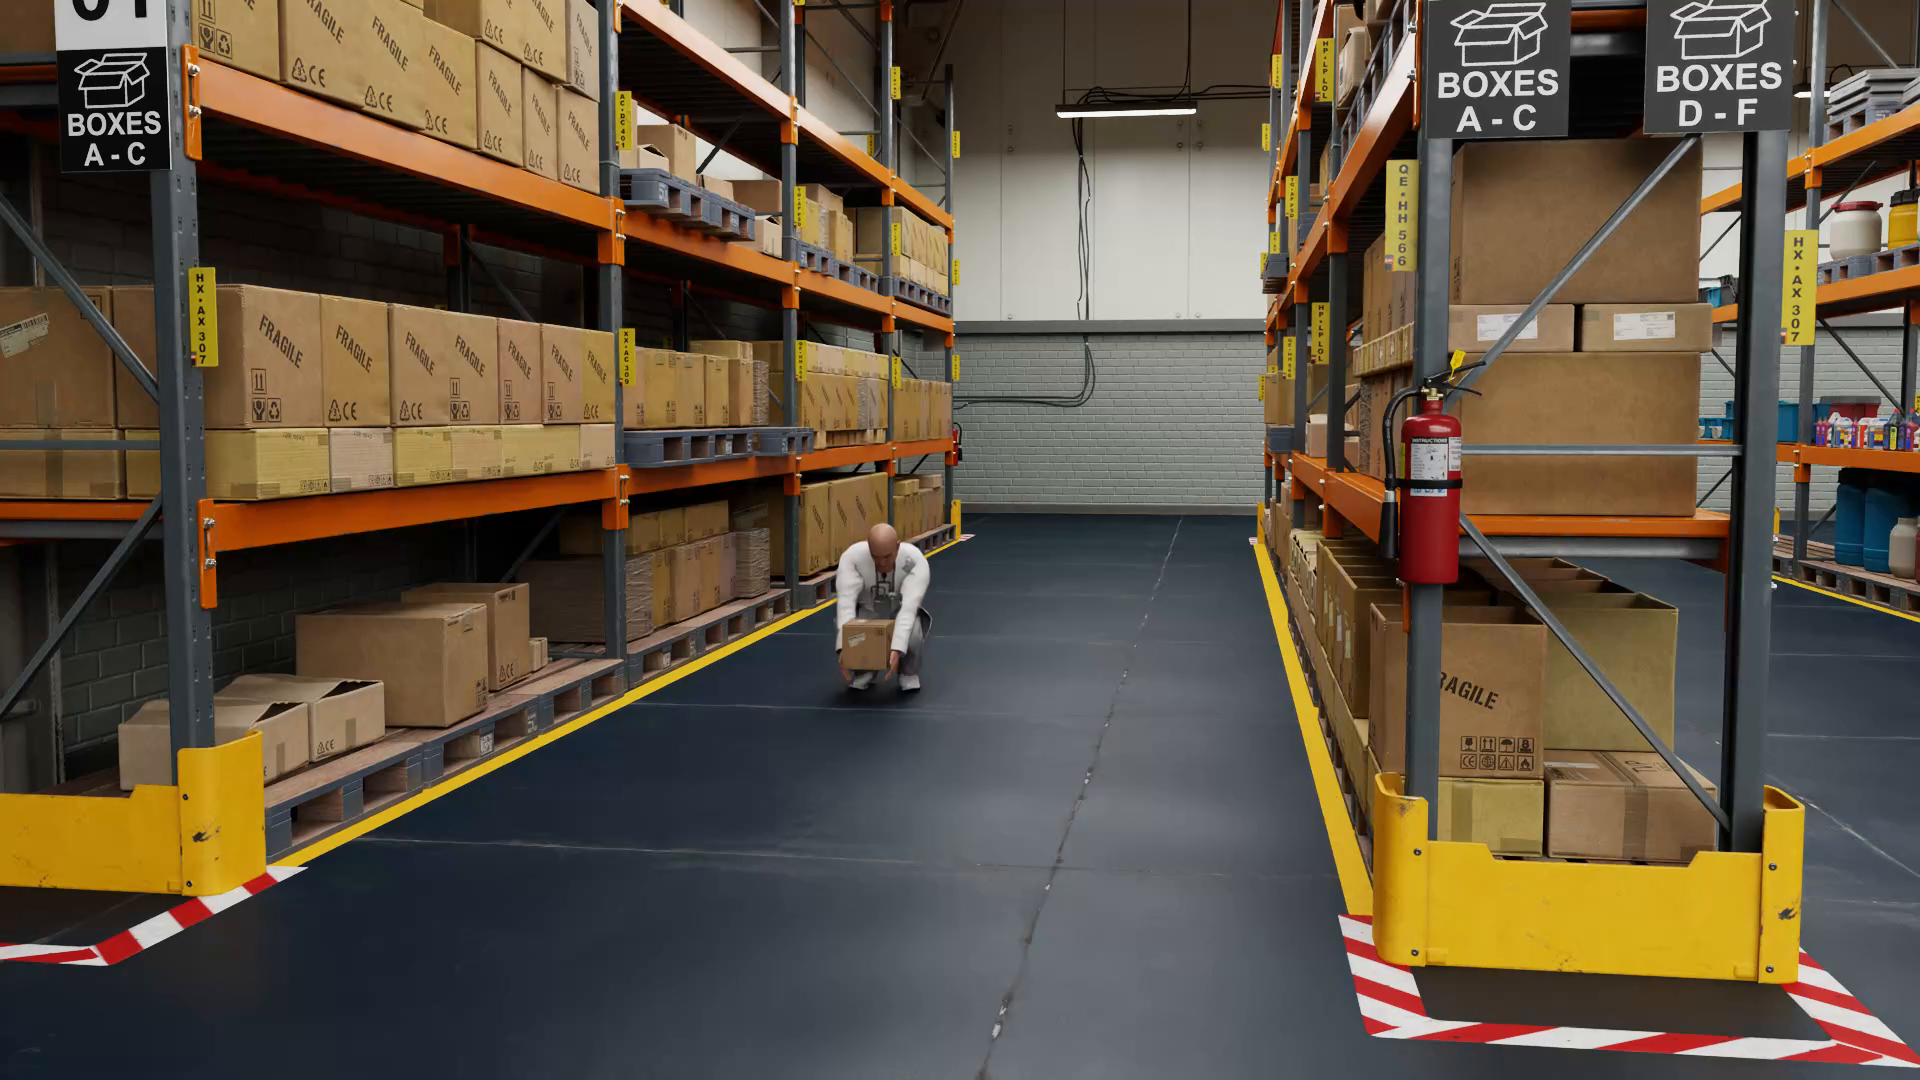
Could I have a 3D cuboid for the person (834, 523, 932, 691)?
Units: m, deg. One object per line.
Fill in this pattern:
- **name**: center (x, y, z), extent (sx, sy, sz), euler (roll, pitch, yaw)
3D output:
- **person**: center (-0.459, 0.387, 9.647), extent (0.586, 1.004, 0.918), euler (1, 4, 8)
